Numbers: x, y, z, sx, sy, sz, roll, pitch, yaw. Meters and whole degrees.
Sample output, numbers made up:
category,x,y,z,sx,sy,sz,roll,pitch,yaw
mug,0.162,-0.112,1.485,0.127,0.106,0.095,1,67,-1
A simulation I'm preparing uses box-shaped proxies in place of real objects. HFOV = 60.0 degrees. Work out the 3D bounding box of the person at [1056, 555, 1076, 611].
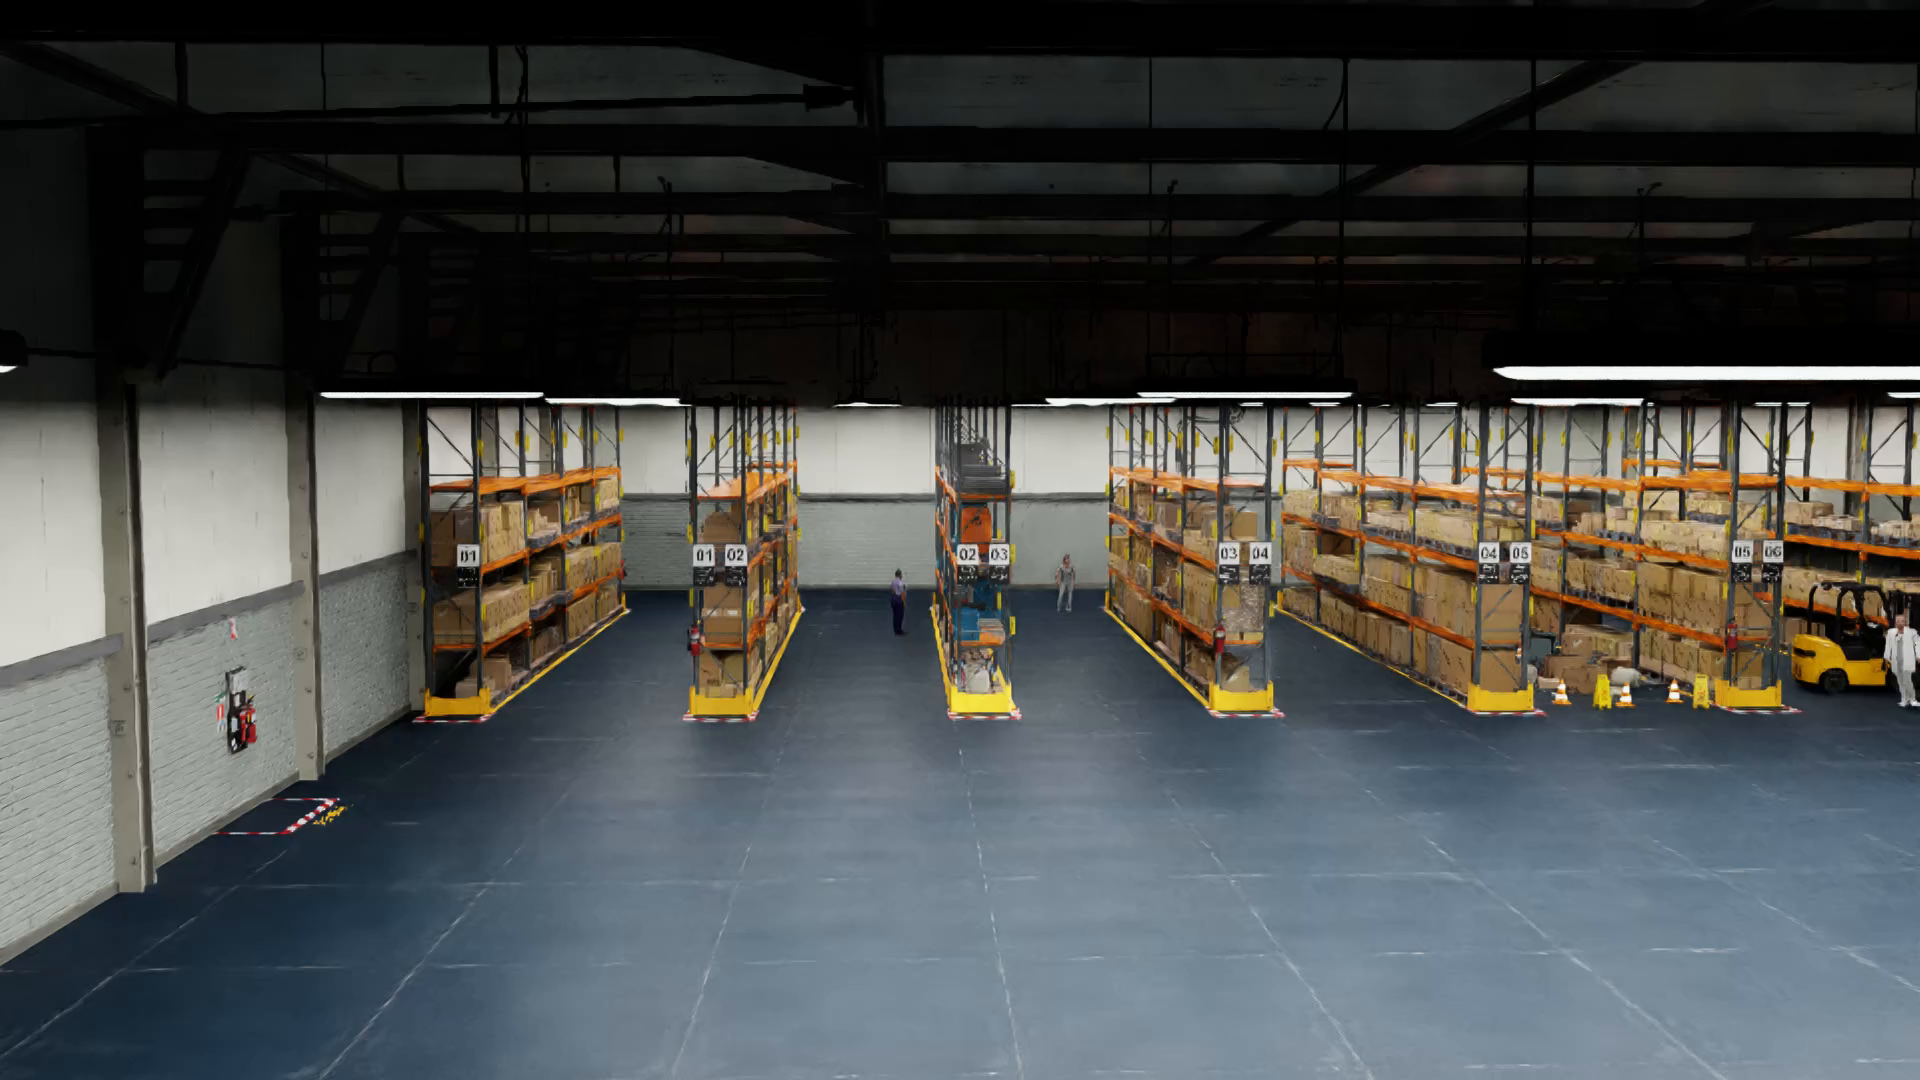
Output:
category,x,y,z,sx,sy,sz,roll,pitch,yaw
person,3.002,1.212,47.157,0.580,1.618,0.507,0,5,-4

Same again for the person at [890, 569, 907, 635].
category,x,y,z,sx,sy,sz,roll,pitch,yaw
person,-1.533,1.560,42.339,0.429,1.653,0.530,-3,5,-34

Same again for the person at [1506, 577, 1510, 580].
category,x,y,z,sx,sy,sz,roll,pitch,yaw
person,13.533,1.692,40.950,0.532,1.588,0.535,2,5,20

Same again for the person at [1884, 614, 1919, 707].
category,x,y,z,sx,sy,sz,roll,pitch,yaw
person,18.135,2.310,31.952,0.525,1.764,0.688,-3,6,-36
